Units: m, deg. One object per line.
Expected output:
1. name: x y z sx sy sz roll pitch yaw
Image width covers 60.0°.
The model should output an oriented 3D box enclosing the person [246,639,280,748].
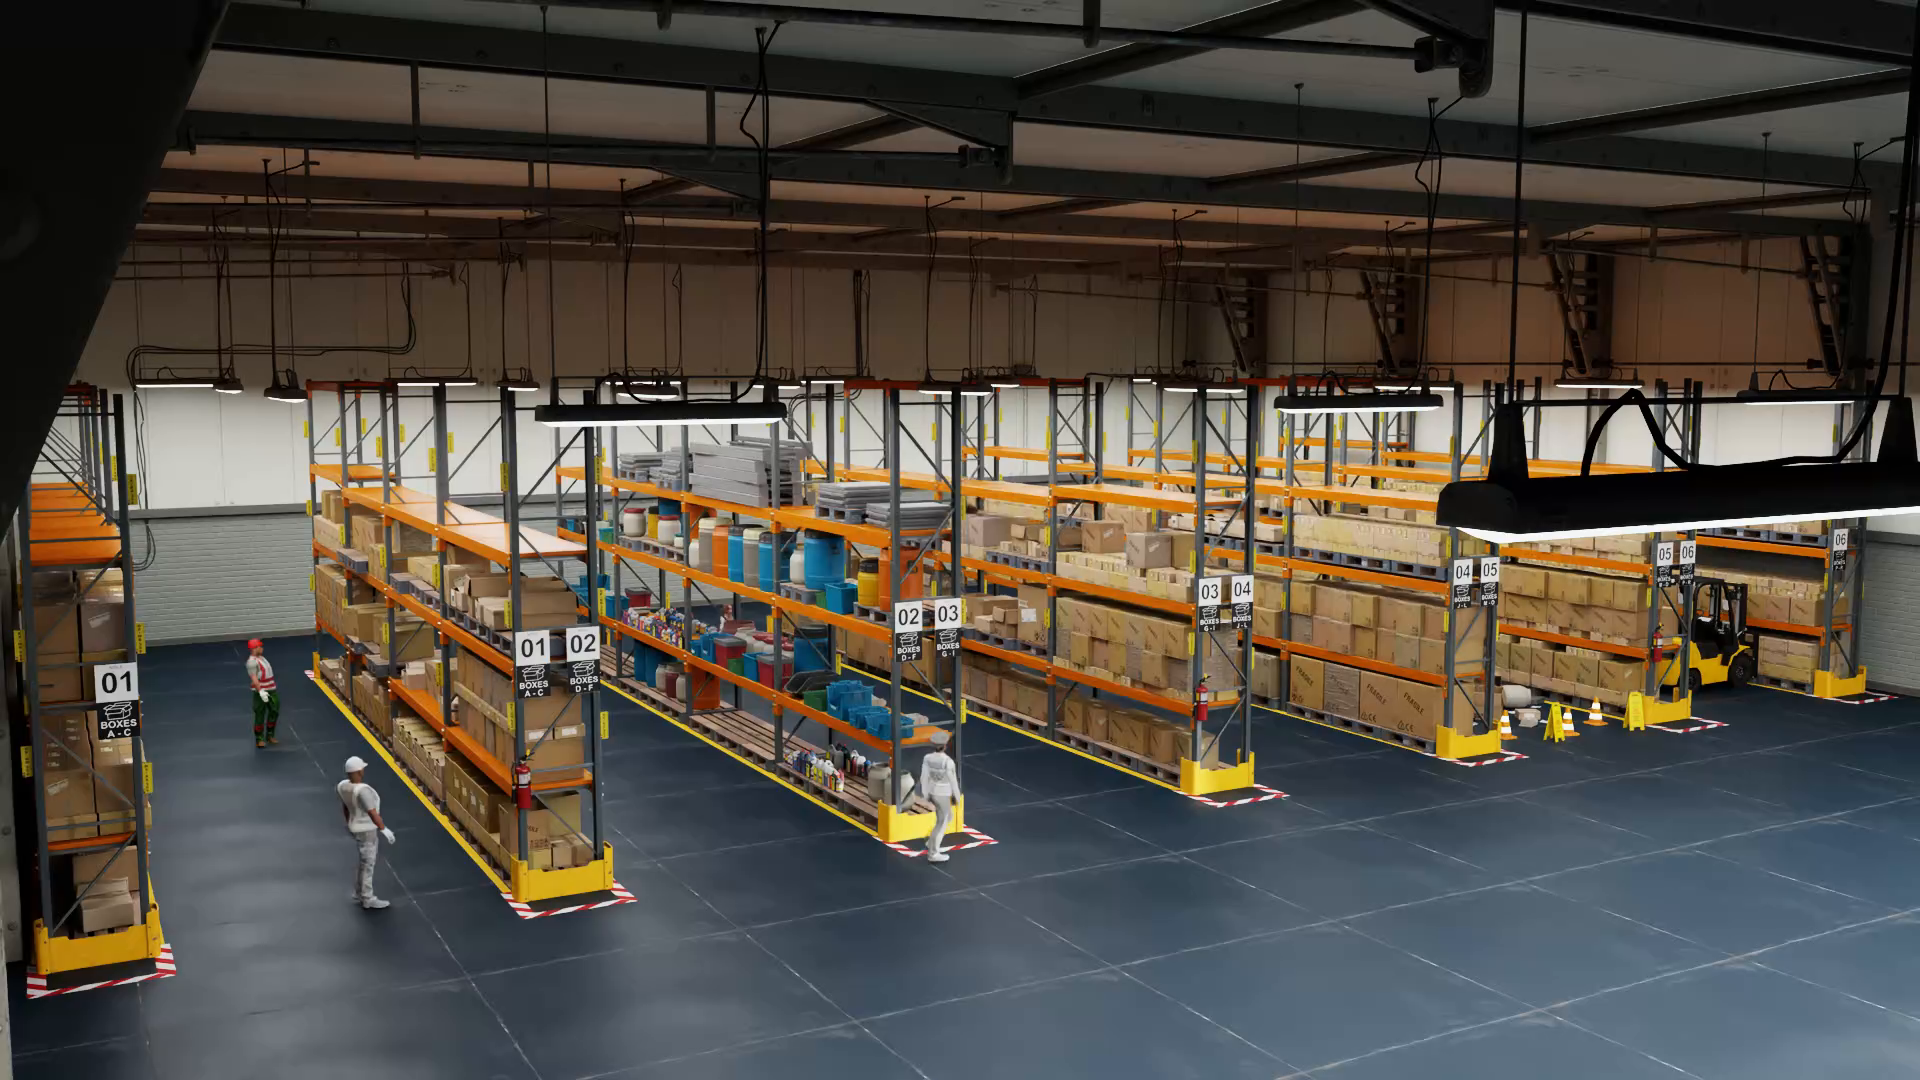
1. person: -11.498 2.528 27.509 0.635 1.807 0.574 3 7 30

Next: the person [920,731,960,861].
1. person: -0.222 3.244 21.057 0.447 1.676 0.474 -2 7 -22

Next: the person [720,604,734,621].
1. person: -4.622 2.031 33.108 0.410 1.543 0.778 -5 8 -39

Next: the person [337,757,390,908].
1. person: -6.929 3.406 19.399 0.584 1.830 0.660 -3 7 -25
